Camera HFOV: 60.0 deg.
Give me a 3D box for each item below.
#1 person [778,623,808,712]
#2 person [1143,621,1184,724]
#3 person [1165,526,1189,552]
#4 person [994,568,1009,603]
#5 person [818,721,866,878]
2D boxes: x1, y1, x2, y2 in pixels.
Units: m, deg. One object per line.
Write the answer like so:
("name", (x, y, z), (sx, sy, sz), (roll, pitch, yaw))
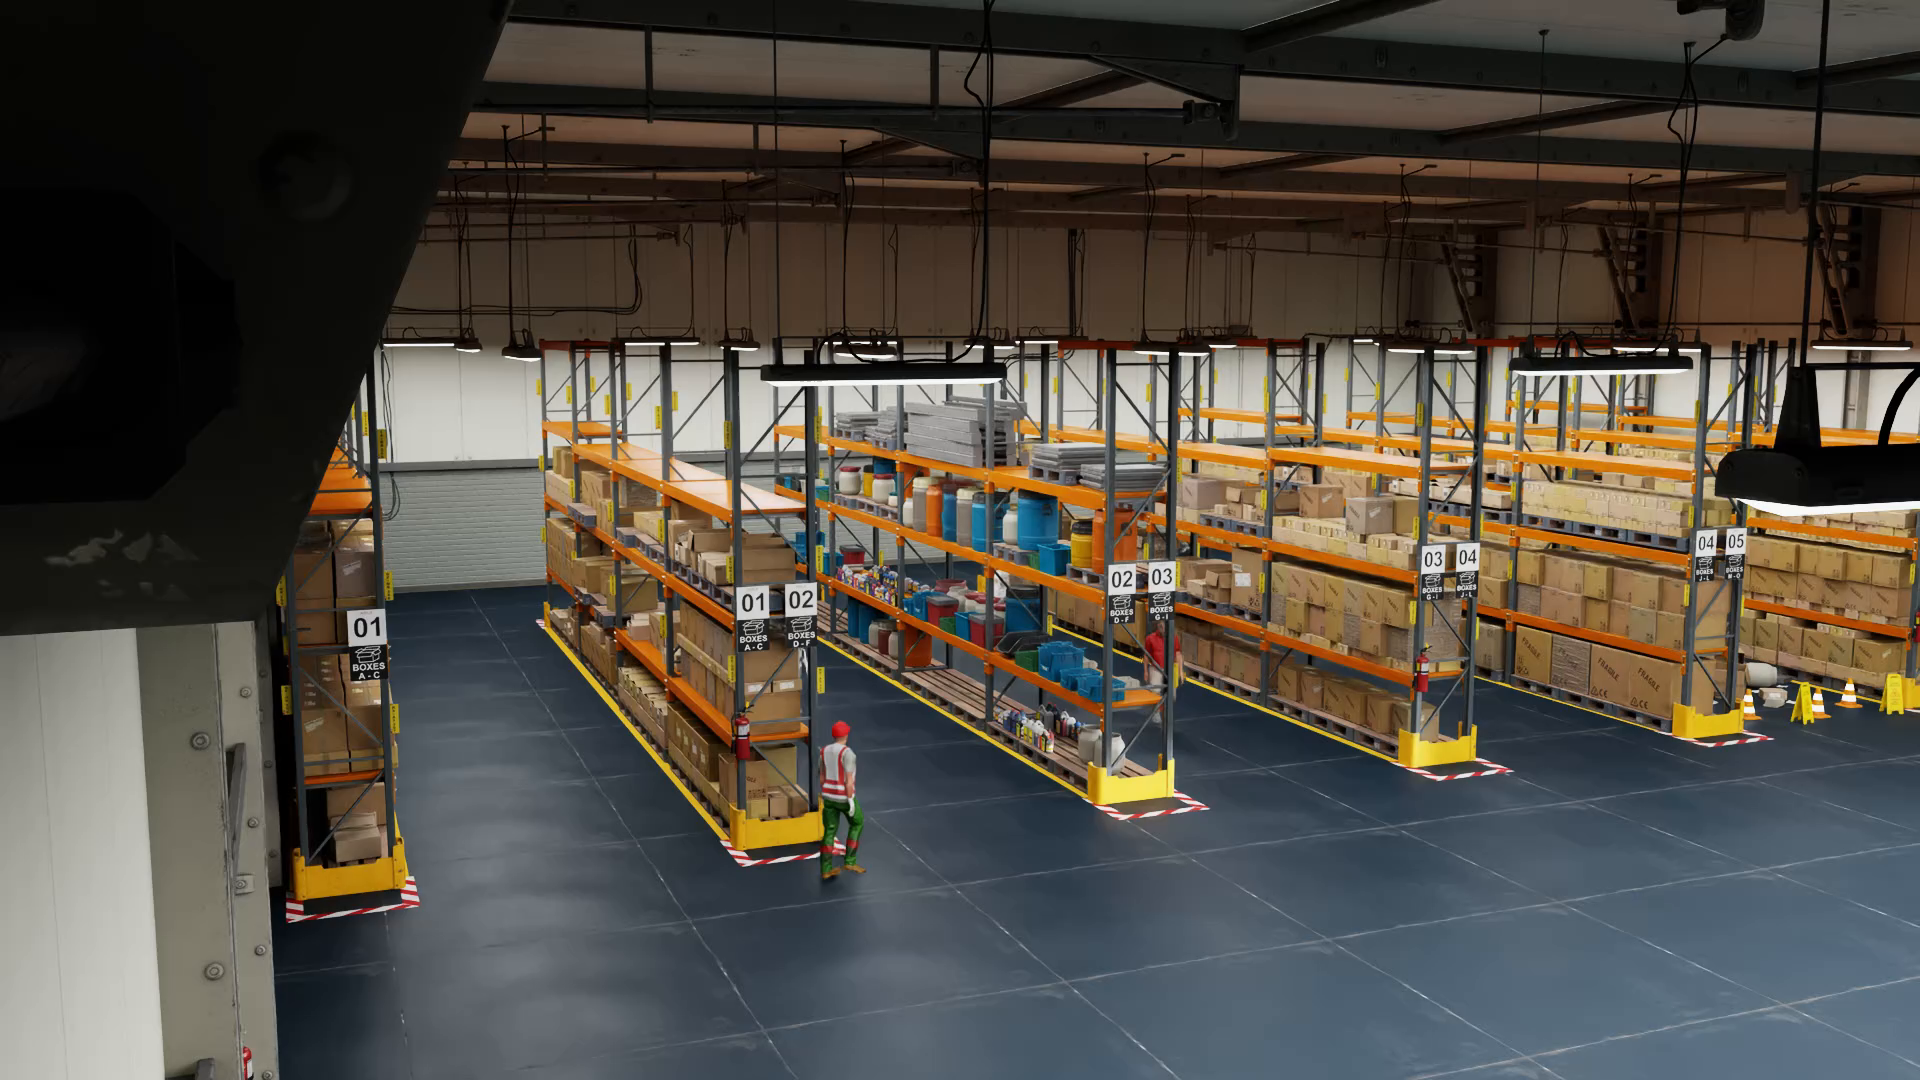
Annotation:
("person", (-2.649, 1.941, 26.190), (0.547, 1.452, 1.056), (-5, 9, -36))
("person", (3.144, 1.995, 25.664), (0.591, 1.596, 0.632), (-1, 7, -5))
("person", (5.881, -0.434, 45.361), (0.964, 1.742, 0.529), (-4, 8, -28))
("person", (0.840, 1.185, 33.206), (0.433, 1.681, 0.526), (5, 9, 33))
("person", (-1.404, 2.981, 19.076), (0.586, 1.800, 0.553), (5, 9, 35))
